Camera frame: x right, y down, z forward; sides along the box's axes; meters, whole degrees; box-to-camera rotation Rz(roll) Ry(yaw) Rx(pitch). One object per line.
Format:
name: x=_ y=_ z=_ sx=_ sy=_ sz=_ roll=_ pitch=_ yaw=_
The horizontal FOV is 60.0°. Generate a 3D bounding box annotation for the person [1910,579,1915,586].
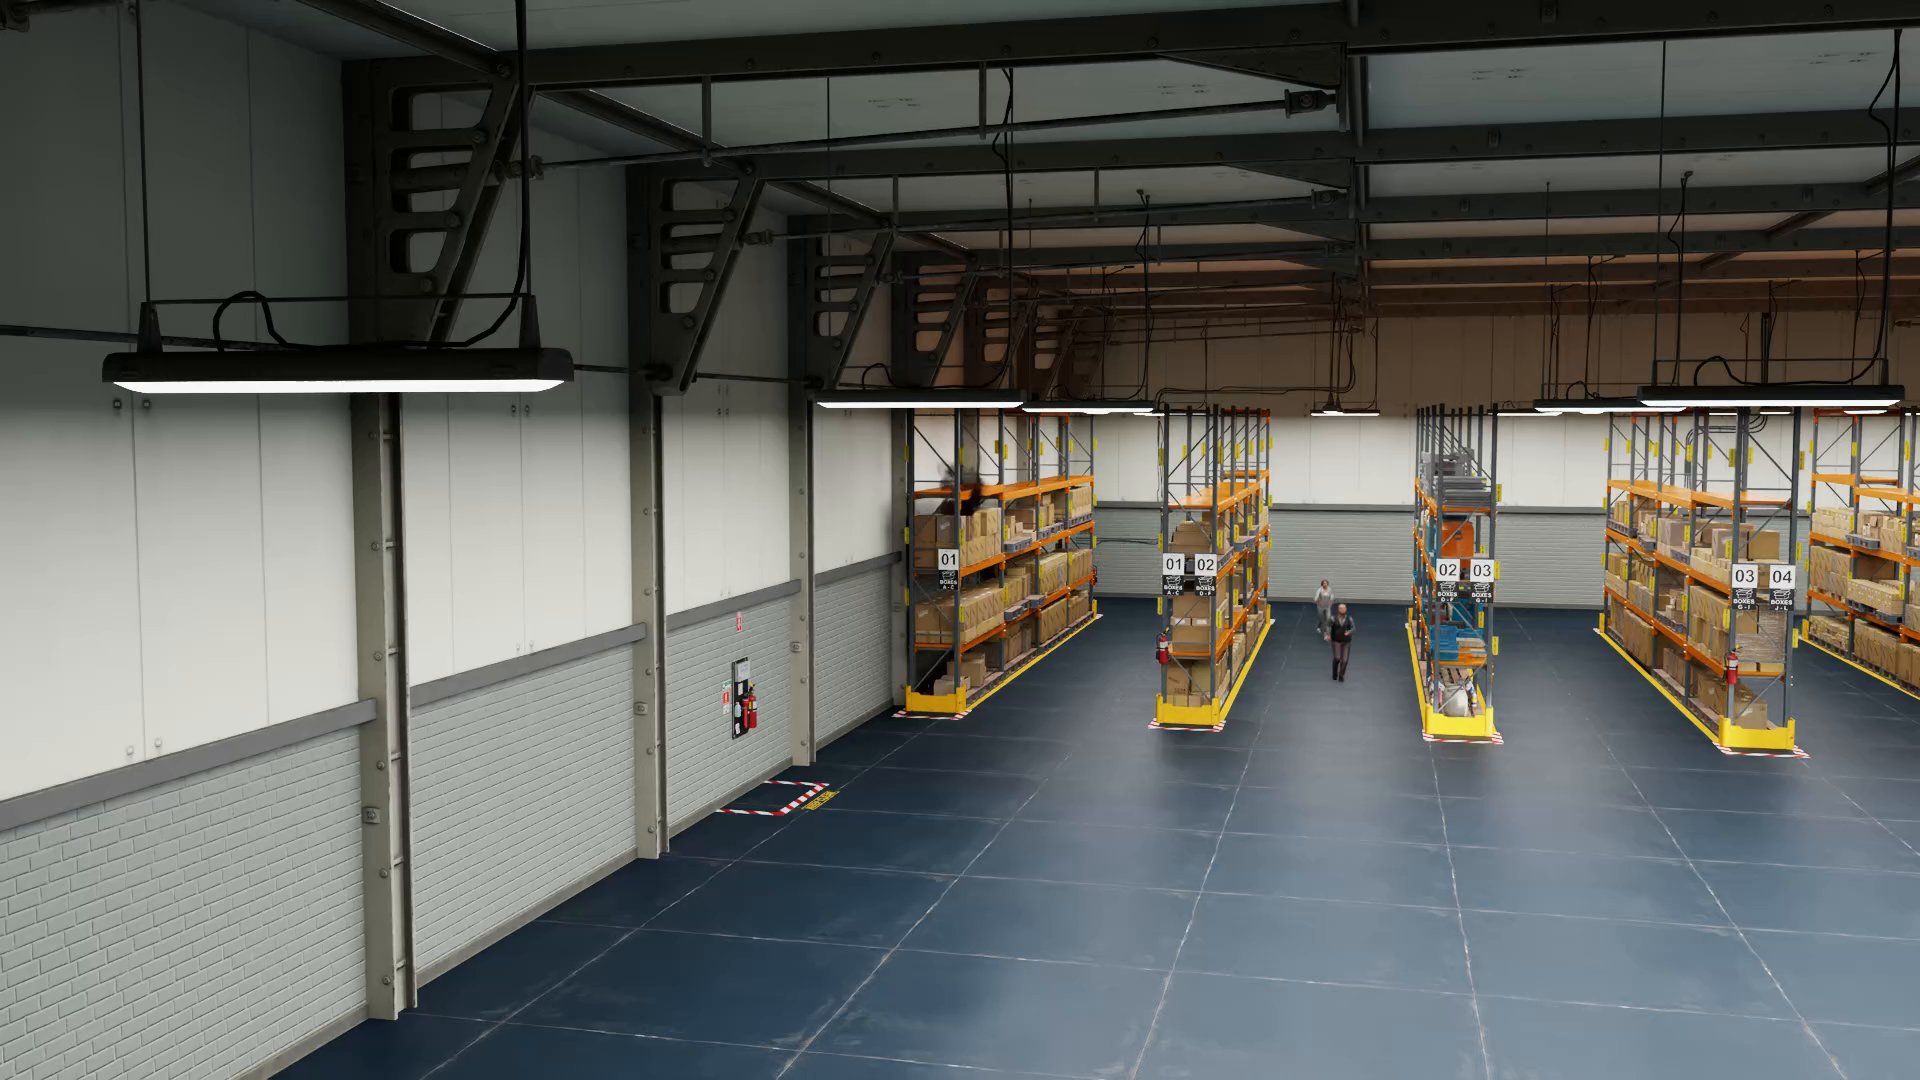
person: x=23.491 y=1.846 z=41.146 sx=0.629 sy=1.771 sz=0.693 roll=0 pitch=4 yaw=4

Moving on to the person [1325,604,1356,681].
person: x=8.276 y=2.235 z=36.115 sx=0.639 sy=1.685 sz=0.651 roll=0 pitch=4 yaw=4

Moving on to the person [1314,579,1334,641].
person: x=9.449 y=1.792 z=43.196 sx=0.525 sy=1.582 sz=0.817 roll=0 pitch=4 yaw=-1

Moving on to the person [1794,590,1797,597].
person: x=21.835 y=1.711 z=44.100 sx=0.755 sy=1.629 sz=0.561 roll=-2 pitch=5 yaw=-24
